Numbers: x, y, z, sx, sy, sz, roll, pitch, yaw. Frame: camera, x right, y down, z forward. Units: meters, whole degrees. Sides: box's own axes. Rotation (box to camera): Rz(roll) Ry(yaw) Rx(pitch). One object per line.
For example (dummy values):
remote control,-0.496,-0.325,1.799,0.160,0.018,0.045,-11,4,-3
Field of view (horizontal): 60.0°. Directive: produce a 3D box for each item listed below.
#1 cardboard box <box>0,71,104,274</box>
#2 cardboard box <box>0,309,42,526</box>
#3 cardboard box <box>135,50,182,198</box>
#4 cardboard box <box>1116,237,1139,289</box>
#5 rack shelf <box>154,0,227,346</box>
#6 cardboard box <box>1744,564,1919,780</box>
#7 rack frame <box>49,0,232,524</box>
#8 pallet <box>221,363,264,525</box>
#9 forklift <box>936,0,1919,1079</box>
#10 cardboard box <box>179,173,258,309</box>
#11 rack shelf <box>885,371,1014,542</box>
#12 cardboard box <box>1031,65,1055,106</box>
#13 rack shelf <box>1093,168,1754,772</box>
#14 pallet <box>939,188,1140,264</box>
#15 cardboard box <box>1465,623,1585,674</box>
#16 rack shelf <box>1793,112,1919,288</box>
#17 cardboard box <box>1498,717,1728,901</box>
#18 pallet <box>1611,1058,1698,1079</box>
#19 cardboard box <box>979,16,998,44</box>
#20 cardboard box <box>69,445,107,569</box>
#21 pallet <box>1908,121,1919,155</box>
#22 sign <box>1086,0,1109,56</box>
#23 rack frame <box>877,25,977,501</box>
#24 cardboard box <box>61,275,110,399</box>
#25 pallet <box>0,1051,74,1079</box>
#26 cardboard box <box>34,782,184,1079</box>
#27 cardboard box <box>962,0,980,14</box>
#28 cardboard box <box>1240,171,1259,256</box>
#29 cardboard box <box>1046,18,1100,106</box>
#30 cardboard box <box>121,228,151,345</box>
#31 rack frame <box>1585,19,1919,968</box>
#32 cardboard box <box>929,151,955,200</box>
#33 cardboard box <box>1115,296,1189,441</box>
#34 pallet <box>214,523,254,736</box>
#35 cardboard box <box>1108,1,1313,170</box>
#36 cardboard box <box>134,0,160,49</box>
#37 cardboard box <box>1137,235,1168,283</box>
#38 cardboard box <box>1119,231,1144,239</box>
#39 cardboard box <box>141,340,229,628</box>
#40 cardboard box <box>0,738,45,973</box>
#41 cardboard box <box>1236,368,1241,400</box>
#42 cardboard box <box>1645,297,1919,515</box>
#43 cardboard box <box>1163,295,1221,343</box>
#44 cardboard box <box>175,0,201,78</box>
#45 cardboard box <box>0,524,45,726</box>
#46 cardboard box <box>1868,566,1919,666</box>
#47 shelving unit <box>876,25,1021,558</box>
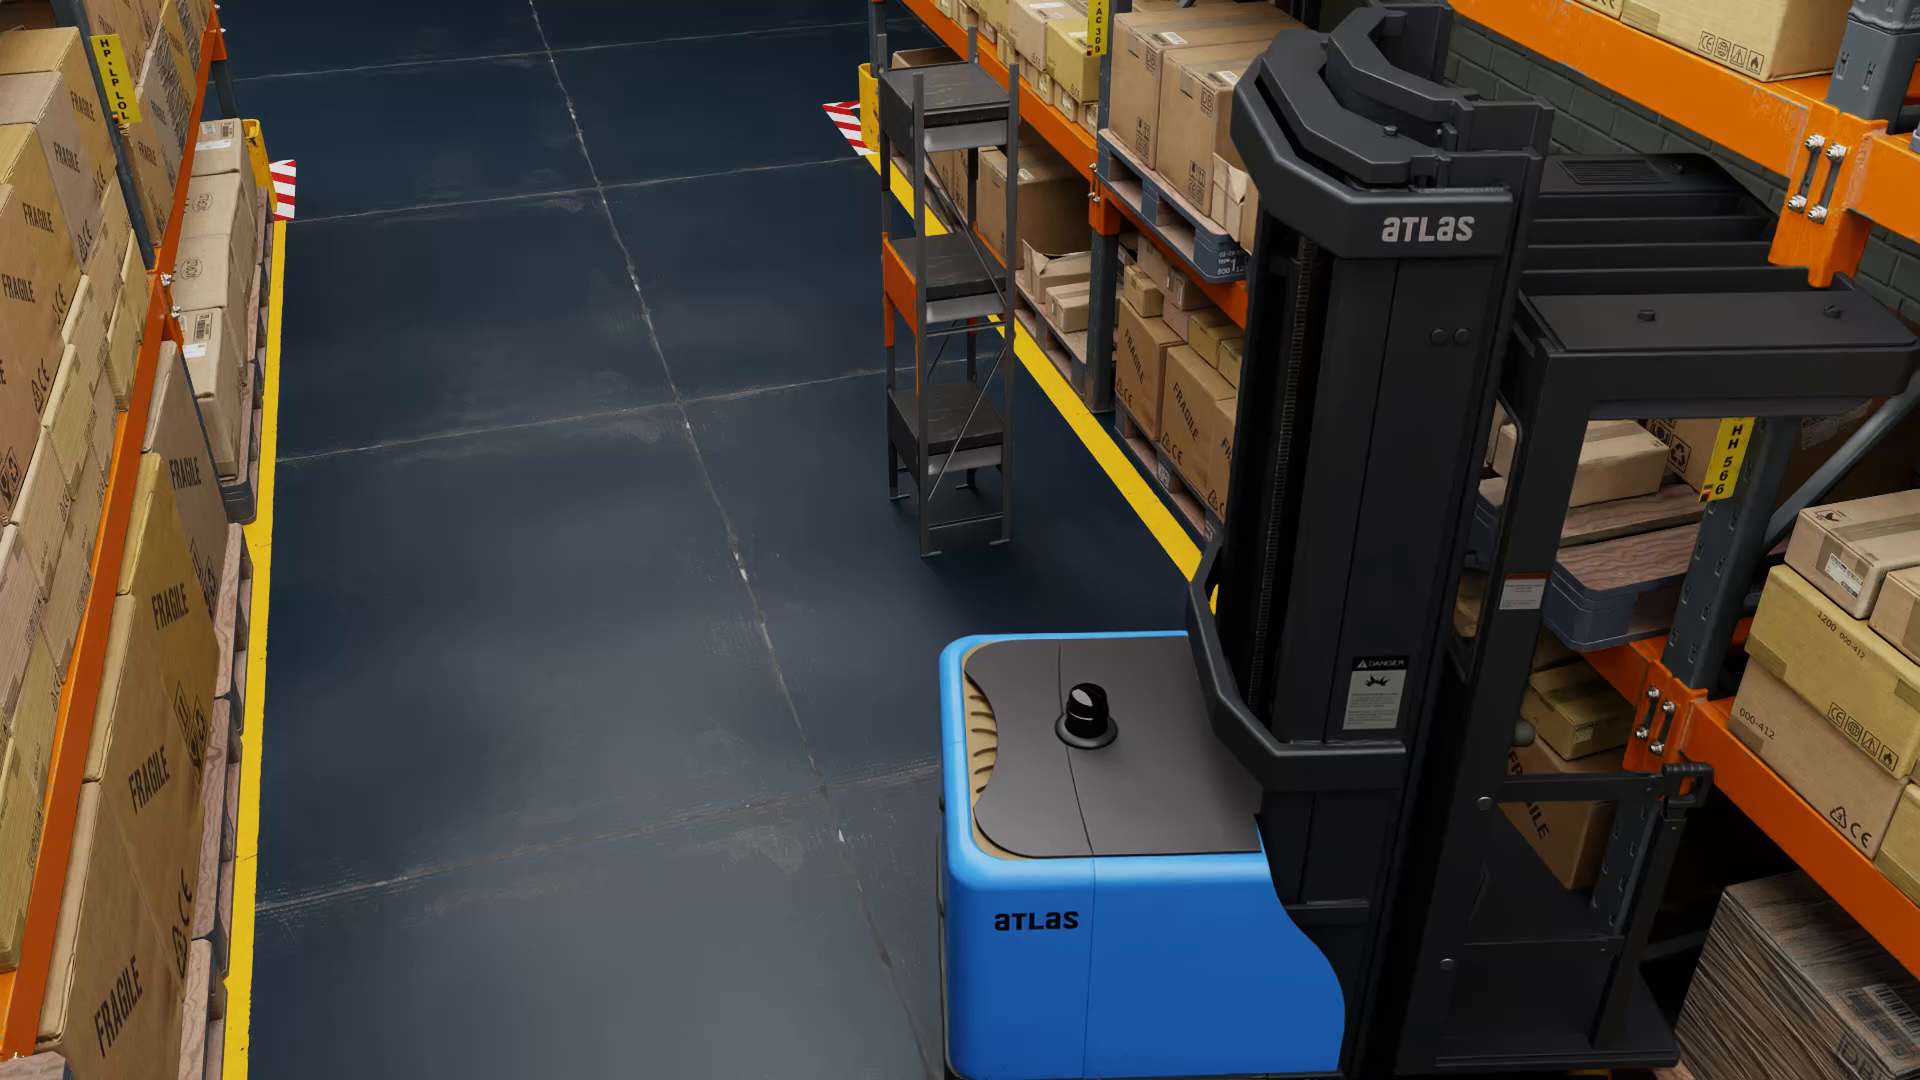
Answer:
cardboard box,-3.075,-1.139,5.256,0.500,0.500,0.500,-9,35,-14
cardboard box,-2.616,-0.335,4.039,0.500,0.500,0.500,-9,35,-13
cardboard box,-3.659,-1.740,7.072,0.500,0.500,0.500,-10,35,-14
cardboard box,1.134,-1.420,8.736,0.500,0.311,0.500,-9,34,-13
rack shelf,-4.225,-1.893,8.047,1.077,0.370,4.000,-10,35,-15
cardboard box,2.210,0.252,3.830,0.500,0.250,0.500,-10,35,-15
rack frame,-3.615,-1.143,6.259,1.000,3.000,0.127,-10,35,-15
pallet,-3.773,-0.392,7.652,1.003,0.211,1.213,-10,35,-15
forklift,1.455,0.185,4.312,3.031,2.935,1.130,-1,33,-2
cardboard box,-4.252,-1.541,8.804,0.875,0.438,0.875,-9,35,-13
rack shelf,-0.050,-0.368,7.196,0.431,0.518,0.480,-10,35,-15
cardboard box,0.570,-2.266,8.186,0.380,0.149,0.250,-9,35,-13
rack shelf,1.721,-0.630,6.135,1.077,0.370,4.000,-10,35,-15
pallet,0.526,-1.819,9.811,1.003,0.211,1.213,-10,35,-15
cardboard box,1.826,0.362,5.279,0.380,0.149,0.250,-12,35,-17
rack shelf,2.941,0.219,2.130,1.077,0.370,4.000,-10,35,-15
cardboard box,1.997,0.802,5.202,0.500,0.500,0.500,-9,35,-13
pallet,2.545,1.722,4.452,1.003,0.211,1.213,-10,35,-15
cardboard box,0.319,-2.813,9.014,0.380,0.149,0.250,-10,35,-15
cardboard box,-2.787,-0.081,4.788,0.500,0.250,0.500,-10,35,-15
pallet,2.623,-0.711,3.056,1.213,0.211,1.003,-8,34,-13
sign,0.596,-2.246,7.143,0.100,0.325,0.005,-10,35,-15
rack frame,-0.125,-1.091,6.997,0.400,2.100,0.015,-10,35,-15
cardboard box,-2.926,-0.567,5.069,0.500,0.250,0.500,-9,35,-14
pallet,-2.076,1.393,2.595,1.213,0.211,1.003,-10,35,-15
cardboard box,-2.527,1.291,4.121,0.875,0.875,0.875,-10,35,-15
cardboard box,0.260,-3.063,9.031,0.500,0.250,0.500,-11,35,-16
cardboard box,1.442,-1.221,5.906,0.700,0.500,0.500,-10,35,-15
cardboard box,0.723,-2.268,7.827,0.500,0.250,0.500,-9,35,-14
cardboard box,-3.238,-0.888,6.008,0.500,0.250,0.500,-11,35,-16
rack frame,2.331,0.120,4.347,1.000,3.000,0.127,-10,35,-15
cardboard box,0.210,-2.420,10.078,0.700,0.500,0.500,-9,34,-13
cardboard box,1.044,-0.820,7.657,0.500,0.500,0.500,-9,34,-13
pallet,-3.308,0.413,6.434,1.003,0.211,1.213,-10,35,-15
cardboard box,1.045,-1.905,6.941,0.700,0.500,0.500,-9,35,-14
cardboard box,-3.824,-2.430,7.209,0.500,0.500,0.500,-9,35,-14
cardboard box,1.024,-1.284,7.501,0.380,0.149,0.250,-11,35,-16
cardboard box,1.002,-1.580,9.125,0.380,0.149,0.250,-10,35,-15
cardboard box,-3.350,-0.120,6.257,0.875,0.875,0.875,-9,34,-13
cardboard box,-2.305,0.720,3.575,0.500,0.250,0.500,-11,35,-16
cardboard box,1.351,-0.606,6.744,0.380,0.149,0.250,-10,35,-15
cardboard box,2.323,-0.393,4.653,0.500,0.500,0.500,-8,34,-12
cardboard box,1.125,-1.017,7.367,0.380,0.149,0.250,-11,35,-16
cardboard box,-4.131,-2.542,8.285,0.500,0.500,0.500,-9,35,-13
cardboard box,-2.471,0.232,3.861,0.500,0.250,0.500,-9,35,-14
cardboard box,2.230,0.165,3.601,0.380,0.149,0.250,-9,35,-14
shelving unit,-0.050,-0.963,6.803,0.431,2.100,0.503,-10,35,-15
